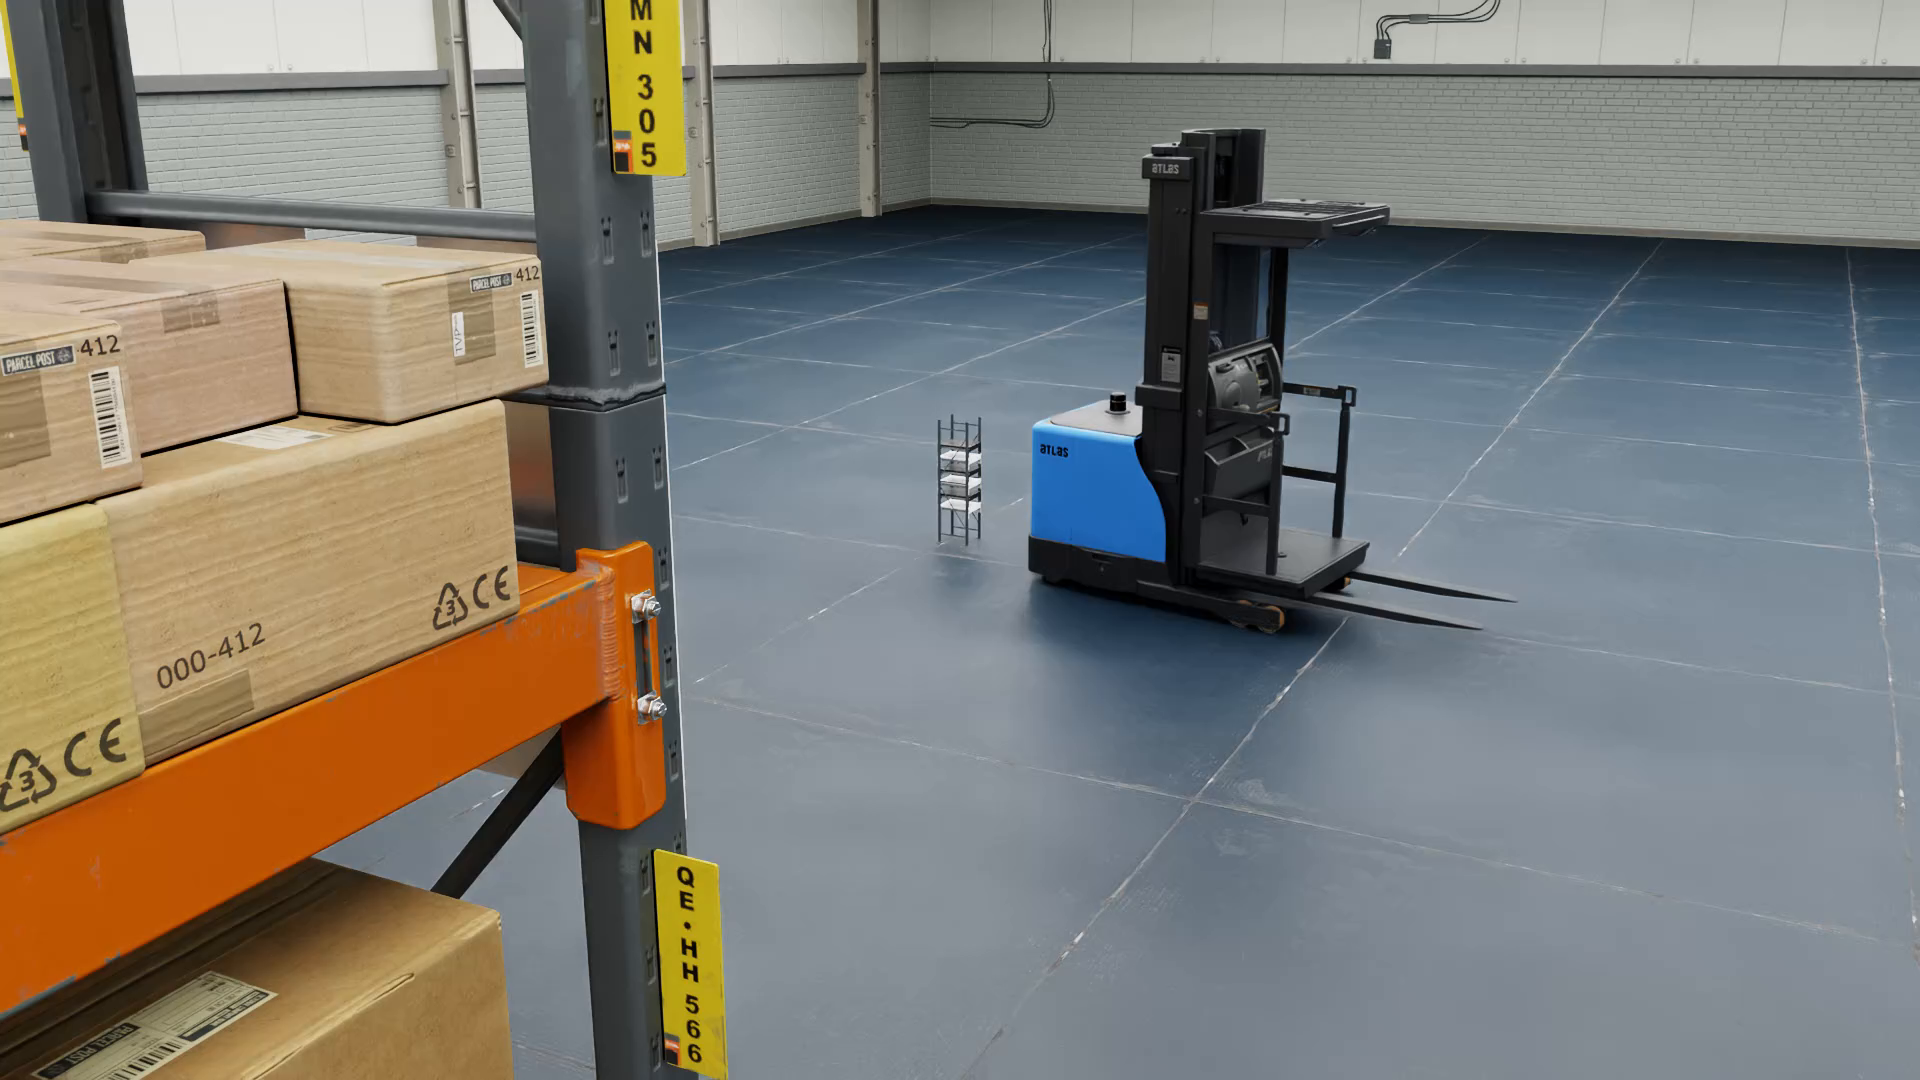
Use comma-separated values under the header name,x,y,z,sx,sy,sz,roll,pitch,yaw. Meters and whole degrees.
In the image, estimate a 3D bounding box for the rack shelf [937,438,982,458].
name,x,y,z,sx,sy,sz,roll,pitch,yaw
rack shelf,-0.004,-0.656,11.822,0.258,0.077,0.200,8,18,25

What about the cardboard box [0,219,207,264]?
name,x,y,z,sx,sy,sz,roll,pitch,yaw
cardboard box,-1.179,-0.312,2.102,0.380,0.149,0.250,8,18,25

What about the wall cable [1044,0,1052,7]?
name,x,y,z,sx,sy,sz,roll,pitch,yaw
wall cable,3.051,-12.312,34.256,3.097,2.526,0.112,8,18,25

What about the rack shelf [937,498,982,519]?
name,x,y,z,sx,sy,sz,roll,pitch,yaw
rack shelf,-0.004,-0.225,11.950,0.258,0.077,0.200,8,18,25

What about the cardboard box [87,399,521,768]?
name,x,y,z,sx,sy,sz,roll,pitch,yaw
cardboard box,-0.837,-0.007,1.773,0.500,0.250,0.500,9,19,27

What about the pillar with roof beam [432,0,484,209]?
name,x,y,z,sx,sy,sz,roll,pitch,yaw
pillar with roof beam,-3.380,-7.537,21.596,9.100,9.000,0.400,8,18,25

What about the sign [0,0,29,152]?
name,x,y,z,sx,sy,sz,roll,pitch,yaw
sign,-1.334,-0.722,2.382,0.100,0.325,0.005,8,18,25

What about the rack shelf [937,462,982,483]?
name,x,y,z,sx,sy,sz,roll,pitch,yaw
rack shelf,-0.004,-0.484,11.873,0.258,0.077,0.200,8,18,25

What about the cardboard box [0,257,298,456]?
name,x,y,z,sx,sy,sz,roll,pitch,yaw
cardboard box,-0.915,-0.191,1.694,0.380,0.149,0.250,7,18,24

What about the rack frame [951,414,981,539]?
name,x,y,z,sx,sy,sz,roll,pitch,yaw
rack frame,0.042,-0.455,11.976,0.240,0.900,0.006,8,18,25

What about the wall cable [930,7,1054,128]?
name,x,y,z,sx,sy,sz,roll,pitch,yaw
wall cable,0.631,-10.235,36.133,3.097,2.526,0.112,8,18,25

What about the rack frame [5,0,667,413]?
name,x,y,z,sx,sy,sz,roll,pitch,yaw
rack frame,-0.849,-1.671,1.847,1.000,3.000,0.127,8,18,25

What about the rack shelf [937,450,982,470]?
name,x,y,z,sx,sy,sz,roll,pitch,yaw
rack shelf,-0.004,-0.570,11.848,0.258,0.077,0.200,8,18,25

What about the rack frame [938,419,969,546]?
name,x,y,z,sx,sy,sz,roll,pitch,yaw
rack frame,-0.049,-0.403,11.802,0.240,0.900,0.006,8,18,25

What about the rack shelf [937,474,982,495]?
name,x,y,z,sx,sy,sz,roll,pitch,yaw
rack shelf,-0.004,-0.397,11.899,0.258,0.077,0.200,8,18,25

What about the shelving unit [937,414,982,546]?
name,x,y,z,sx,sy,sz,roll,pitch,yaw
shelving unit,-0.004,-0.429,11.889,0.258,0.900,0.210,8,18,25

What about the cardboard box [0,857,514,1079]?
name,x,y,z,sx,sy,sz,roll,pitch,yaw
cardboard box,-0.873,0.706,1.925,0.500,0.500,0.500,8,18,25

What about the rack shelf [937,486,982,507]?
name,x,y,z,sx,sy,sz,roll,pitch,yaw
rack shelf,-0.004,-0.311,11.924,0.258,0.077,0.200,8,18,25

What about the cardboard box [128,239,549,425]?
name,x,y,z,sx,sy,sz,roll,pitch,yaw
cardboard box,-0.694,-0.242,1.867,0.380,0.149,0.250,8,18,25

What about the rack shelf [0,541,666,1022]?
name,x,y,z,sx,sy,sz,roll,pitch,yaw
rack shelf,-1.742,0.621,0.661,1.077,0.370,4.000,8,18,25

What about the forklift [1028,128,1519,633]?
name,x,y,z,sx,sy,sz,roll,pitch,yaw
forklift,1.951,-1.009,10.272,3.031,2.935,1.130,11,20,34

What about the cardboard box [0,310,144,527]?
name,x,y,z,sx,sy,sz,roll,pitch,yaw
cardboard box,-0.939,-0.107,1.412,0.380,0.149,0.250,7,18,23

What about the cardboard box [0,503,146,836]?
name,x,y,z,sx,sy,sz,roll,pitch,yaw
cardboard box,-1.057,0.121,1.344,0.500,0.250,0.500,8,18,26

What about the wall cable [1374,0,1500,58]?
name,x,y,z,sx,sy,sz,roll,pitch,yaw
wall cable,9.116,-12.142,31.127,2.305,6.003,0.169,8,18,25

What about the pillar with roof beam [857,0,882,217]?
name,x,y,z,sx,sy,sz,roll,pitch,yaw
pillar with roof beam,1.982,-10.594,31.887,9.100,9.000,0.400,8,18,25

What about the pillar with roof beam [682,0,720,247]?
name,x,y,z,sx,sy,sz,roll,pitch,yaw
pillar with roof beam,-0.699,-9.066,26.742,9.100,9.000,0.400,8,18,25

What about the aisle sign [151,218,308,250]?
name,x,y,z,sx,sy,sz,roll,pitch,yaw
aisle sign,-1.089,-0.096,2.513,0.394,0.787,0.004,8,18,25

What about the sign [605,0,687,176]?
name,x,y,z,sx,sy,sz,roll,pitch,yaw
sign,-0.361,-0.582,1.893,0.100,0.325,0.005,8,18,25

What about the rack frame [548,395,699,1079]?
name,x,y,z,sx,sy,sz,roll,pitch,yaw
rack frame,-0.849,1.204,2.701,1.000,3.000,0.127,8,18,25

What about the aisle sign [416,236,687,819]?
name,x,y,z,sx,sy,sz,roll,pitch,yaw
aisle sign,-0.553,-0.019,2.256,0.394,0.787,0.004,8,18,25
